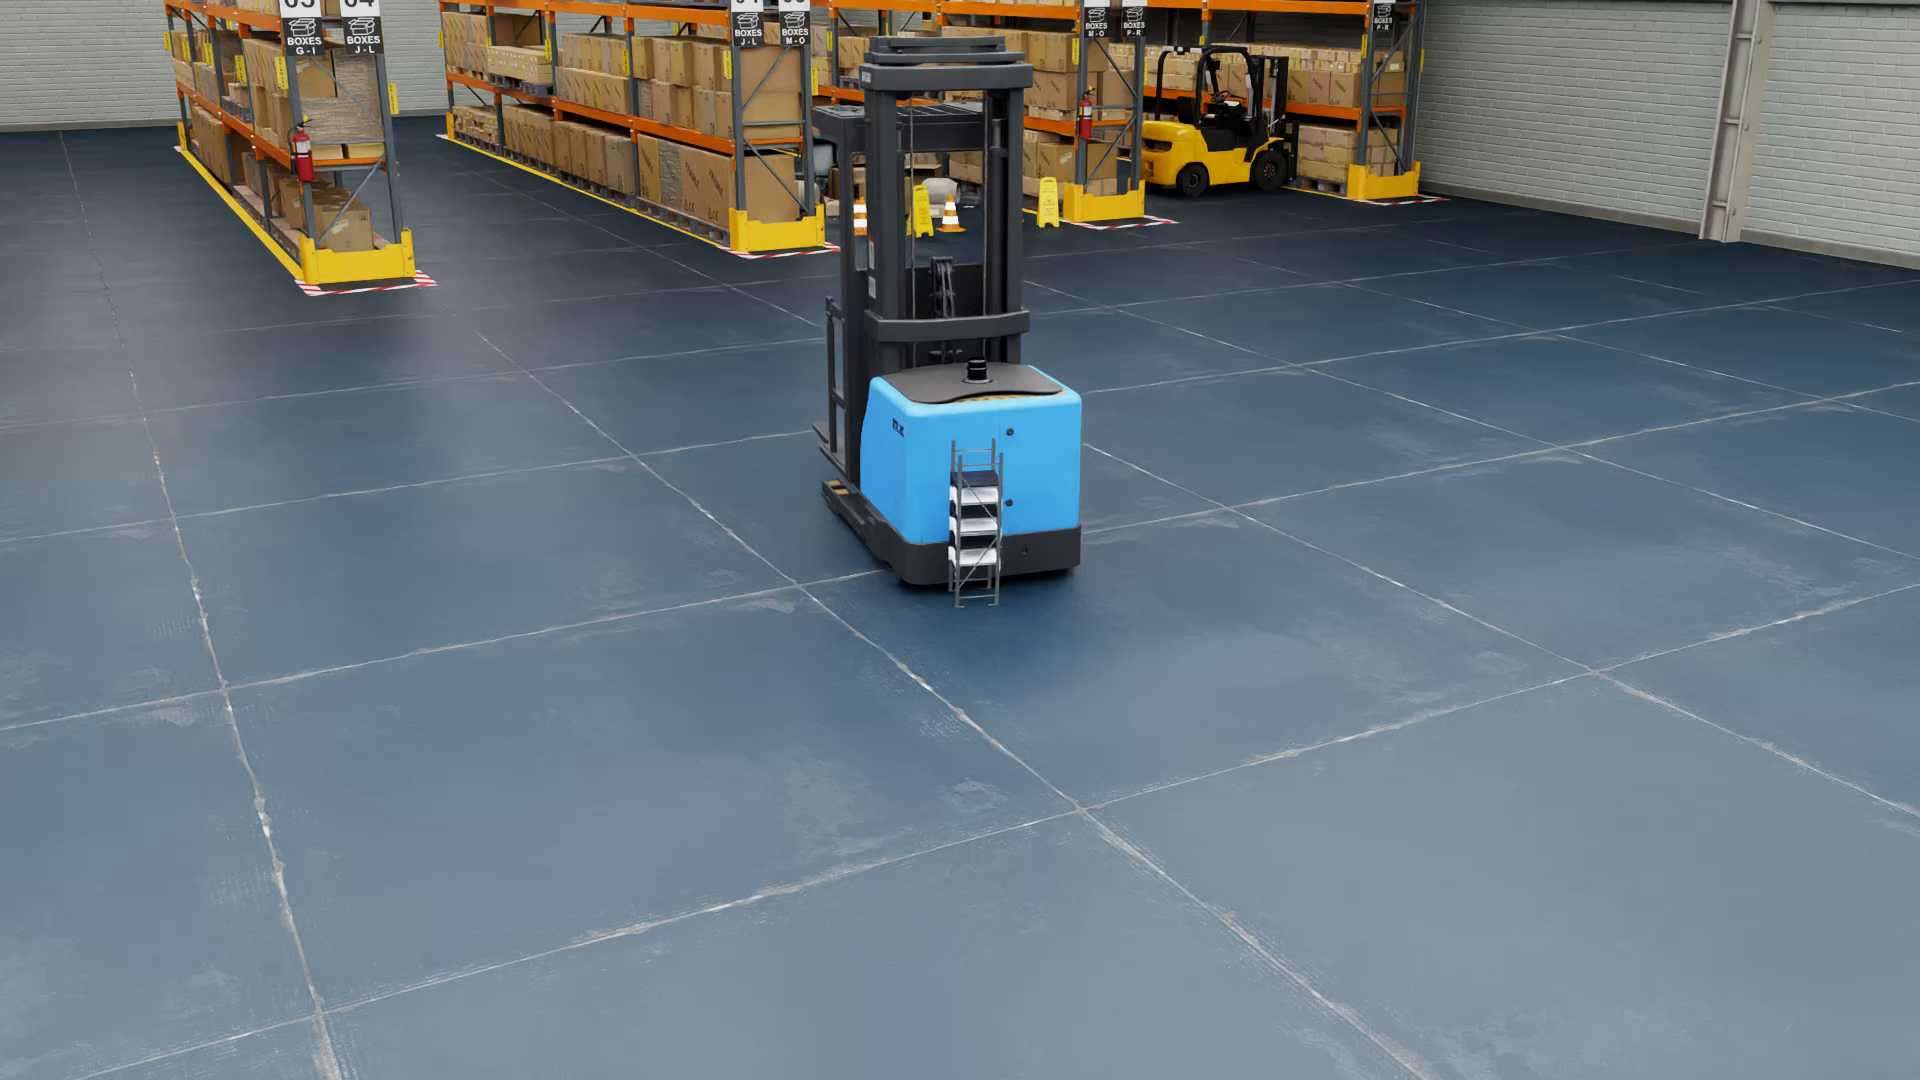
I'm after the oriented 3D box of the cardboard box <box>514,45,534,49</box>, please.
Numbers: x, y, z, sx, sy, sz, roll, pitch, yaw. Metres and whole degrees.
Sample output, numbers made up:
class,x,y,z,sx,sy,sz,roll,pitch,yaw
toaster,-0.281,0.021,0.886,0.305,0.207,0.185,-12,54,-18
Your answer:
class,x,y,z,sx,sy,sz,roll,pitch,yaw
cardboard box,-7.989,-8.888,30.680,0.500,0.500,0.500,-10,22,-28

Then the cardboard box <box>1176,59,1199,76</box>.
class,x,y,z,sx,sy,sz,roll,pitch,yaw
cardboard box,4.040,-8.054,28.338,0.500,0.250,0.500,-10,22,-28

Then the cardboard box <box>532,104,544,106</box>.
class,x,y,z,sx,sy,sz,roll,pitch,yaw
cardboard box,-7.399,-7.715,29.930,0.500,0.250,0.500,-11,22,-28

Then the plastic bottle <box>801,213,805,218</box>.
class,x,y,z,sx,sy,sz,roll,pitch,yaw
plastic bottle,-2.069,-4.536,23.184,0.133,0.061,0.283,16,25,39

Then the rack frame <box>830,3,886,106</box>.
class,x,y,z,sx,sy,sz,roll,pitch,yaw
rack frame,-1.767,-8.166,29.198,1.000,3.000,0.127,-10,21,-27

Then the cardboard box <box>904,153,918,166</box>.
class,x,y,z,sx,sy,sz,roll,pitch,yaw
cardboard box,-0.464,-6.330,27.262,0.950,0.372,0.625,-9,21,-23

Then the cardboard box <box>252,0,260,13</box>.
class,x,y,z,sx,sy,sz,roll,pitch,yaw
cardboard box,-7.861,-6.215,19.176,0.500,0.250,0.500,-10,22,-28

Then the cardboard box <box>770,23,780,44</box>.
class,x,y,z,sx,sy,sz,roll,pitch,yaw
cardboard box,-3.209,-9.377,31.022,0.500,0.500,0.500,-11,22,-28

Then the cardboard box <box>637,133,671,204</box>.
class,x,y,z,sx,sy,sz,roll,pitch,yaw
cardboard box,-3.939,-5.225,23.287,0.875,0.875,0.875,-10,21,-26

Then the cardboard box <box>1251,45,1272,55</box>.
class,x,y,z,sx,sy,sz,roll,pitch,yaw
cardboard box,4.900,-7.852,26.683,0.380,0.149,0.250,-10,22,-28

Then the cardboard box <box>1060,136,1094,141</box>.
class,x,y,z,sx,sy,sz,roll,pitch,yaw
cardboard box,1.628,-5.553,24.048,0.500,0.500,0.500,-11,22,-29

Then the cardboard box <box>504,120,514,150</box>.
class,x,y,z,sx,sy,sz,roll,pitch,yaw
cardboard box,-7.858,-7.282,29.825,0.500,0.500,0.500,-9,21,-25

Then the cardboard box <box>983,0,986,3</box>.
class,x,y,z,sx,sy,sz,roll,pitch,yaw
cardboard box,0.555,-7.895,24.199,0.380,0.149,0.250,-11,22,-28

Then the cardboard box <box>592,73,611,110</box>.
class,x,y,z,sx,sy,sz,roll,pitch,yaw
cardboard box,-5.139,-6.668,24.703,0.500,0.500,0.500,-10,21,-26

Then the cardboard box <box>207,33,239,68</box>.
class,x,y,z,sx,sy,sz,roll,pitch,yaw
cardboard box,-11.453,-7.744,26.283,0.797,0.503,0.637,-9,21,-25

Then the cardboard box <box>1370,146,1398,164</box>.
class,x,y,z,sx,sy,sz,roll,pitch,yaw
cardboard box,6.358,-5.941,25.556,0.500,0.250,0.500,-10,21,-26

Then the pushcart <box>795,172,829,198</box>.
class,x,y,z,sx,sy,sz,roll,pitch,yaw
pushcart,-1.851,-5.411,25.233,0.936,0.377,1.648,16,25,39

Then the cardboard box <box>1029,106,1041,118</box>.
class,x,y,z,sx,sy,sz,roll,pitch,yaw
cardboard box,1.196,-6.027,23.383,0.380,0.149,0.250,-10,21,-26

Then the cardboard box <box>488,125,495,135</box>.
class,x,y,z,sx,sy,sz,roll,pitch,yaw
cardboard box,-8.544,-7.627,30.906,0.380,0.149,0.250,-11,22,-29

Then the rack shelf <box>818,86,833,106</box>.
class,x,y,z,sx,sy,sz,roll,pitch,yaw
rack shelf,-2.717,-8.400,30.979,1.077,0.370,4.000,-10,21,-27

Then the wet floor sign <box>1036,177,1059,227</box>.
class,x,y,z,sx,sy,sz,roll,pitch,yaw
wet floor sign,1.180,-4.536,22.288,0.267,0.644,0.232,-3,19,-8

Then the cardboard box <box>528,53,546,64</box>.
class,x,y,z,sx,sy,sz,roll,pitch,yaw
cardboard box,-6.829,-7.873,27.179,0.380,0.149,0.250,-10,22,-27

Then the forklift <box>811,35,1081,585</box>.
class,x,y,z,sx,sy,sz,roll,pitch,yaw
forklift,-0.259,-1.580,10.218,1.130,2.935,3.031,-6,20,-17

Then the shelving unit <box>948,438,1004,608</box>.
class,x,y,z,sx,sy,sz,roll,pitch,yaw
shelving unit,0.082,-0.086,8.974,0.258,0.900,0.210,-4,25,-10

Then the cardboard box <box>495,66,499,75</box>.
class,x,y,z,sx,sy,sz,roll,pitch,yaw
cardboard box,-7.941,-8.263,29.220,0.380,0.149,0.250,-10,21,-26

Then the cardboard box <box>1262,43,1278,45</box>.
class,x,y,z,sx,sy,sz,roll,pitch,yaw
cardboard box,5.136,-8.085,27.359,0.380,0.149,0.250,-10,22,-27

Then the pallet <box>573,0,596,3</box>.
class,x,y,z,sx,sy,sz,roll,pitch,yaw
pallet,-5.190,-8.202,24.992,1.003,0.211,1.213,-9,21,-24

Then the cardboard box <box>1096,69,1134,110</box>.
class,x,y,z,sx,sy,sz,roll,pitch,yaw
cardboard box,2.051,-6.236,22.996,0.500,0.500,0.500,-10,22,-27

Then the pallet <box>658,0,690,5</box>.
class,x,y,z,sx,sy,sz,roll,pitch,yaw
pallet,-3.222,-7.012,21.390,1.003,0.211,1.213,-10,21,-27

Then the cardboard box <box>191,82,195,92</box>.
class,x,y,z,sx,sy,sz,roll,pitch,yaw
cardboard box,-12.821,-7.697,28.225,0.380,0.149,0.250,-10,21,-26

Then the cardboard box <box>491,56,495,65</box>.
class,x,y,z,sx,sy,sz,roll,pitch,yaw
cardboard box,-8.068,-8.480,29.394,0.380,0.149,0.250,-10,22,-28

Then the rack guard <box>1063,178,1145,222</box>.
class,x,y,z,sx,sy,sz,roll,pitch,yaw
rack guard,1.995,-4.710,23.013,1.175,0.500,0.348,-10,21,-27

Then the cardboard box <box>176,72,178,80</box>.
class,x,y,z,sx,sy,sz,roll,pitch,yaw
cardboard box,-14.286,-8.582,30.789,0.380,0.149,0.250,-10,22,-27

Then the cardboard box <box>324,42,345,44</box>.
class,x,y,z,sx,sy,sz,roll,pitch,yaw
cardboard box,-7.424,-5.626,19.694,0.500,0.500,0.500,-10,21,-27

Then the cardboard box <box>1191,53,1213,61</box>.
class,x,y,z,sx,sy,sz,roll,pitch,yaw
cardboard box,4.141,-8.205,28.164,0.380,0.149,0.250,-9,21,-25

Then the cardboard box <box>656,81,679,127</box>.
class,x,y,z,sx,sy,sz,roll,pitch,yaw
cardboard box,-3.557,-5.861,22.288,0.875,0.550,0.550,-10,21,-27

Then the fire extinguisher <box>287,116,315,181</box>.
class,x,y,z,sx,sy,sz,roll,pitch,yaw
fire extinguisher,-7.041,-4.194,17.804,0.296,0.674,0.183,-10,21,-27

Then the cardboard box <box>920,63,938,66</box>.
class,x,y,z,sx,sy,sz,roll,pitch,yaw
cardboard box,-0.289,-7.501,26.018,0.500,0.500,0.500,-10,22,-28

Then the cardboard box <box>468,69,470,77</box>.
class,x,y,z,sx,sy,sz,roll,pitch,yaw
cardboard box,-9.224,-8.964,31.897,0.380,0.149,0.250,-9,21,-25

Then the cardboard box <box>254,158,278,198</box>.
class,x,y,z,sx,sy,sz,roll,pitch,yaw
cardboard box,-9.603,-5.149,23.613,0.700,0.500,0.500,-8,21,-22

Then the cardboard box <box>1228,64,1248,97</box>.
class,x,y,z,sx,sy,sz,roll,pitch,yaw
cardboard box,4.741,-7.520,27.173,0.500,0.500,0.500,-10,21,-26

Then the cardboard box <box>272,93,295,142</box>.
class,x,y,z,sx,sy,sz,roll,pitch,yaw
cardboard box,-7.270,-4.809,18.861,0.875,0.500,0.500,-10,21,-27

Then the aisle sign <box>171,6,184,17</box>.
class,x,y,z,sx,sy,sz,roll,pitch,yaw
aisle sign,-14.586,-10.131,30.906,0.394,0.787,0.004,-10,21,-27

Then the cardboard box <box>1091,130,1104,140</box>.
class,x,y,z,sx,sy,sz,roll,pitch,yaw
cardboard box,2.883,-7.831,31.223,0.875,0.625,0.625,-9,21,-25

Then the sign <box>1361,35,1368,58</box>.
class,x,y,z,sx,sy,sz,roll,pitch,yaw
sign,5.914,-7.219,24.314,0.100,0.325,0.005,-10,21,-27

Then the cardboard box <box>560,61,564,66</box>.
class,x,y,z,sx,sy,sz,roll,pitch,yaw
cardboard box,-6.509,-7.986,27.963,0.380,0.149,0.250,-10,21,-26

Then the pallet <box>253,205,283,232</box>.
class,x,y,z,sx,sy,sz,roll,pitch,yaw
pallet,-8.960,-4.388,22.523,1.003,0.211,1.213,-10,21,-27

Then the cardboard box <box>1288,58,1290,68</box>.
class,x,y,z,sx,sy,sz,roll,pitch,yaw
cardboard box,5.317,-7.499,26.118,0.380,0.149,0.250,-10,21,-27

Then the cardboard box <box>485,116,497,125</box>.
class,x,y,z,sx,sy,sz,roll,pitch,yaw
cardboard box,-8.654,-7.850,31.097,0.380,0.149,0.250,-10,22,-27

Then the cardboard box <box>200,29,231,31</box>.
class,x,y,z,sx,sy,sz,roll,pitch,yaw
cardboard box,-13.825,-9.252,30.971,0.500,0.500,0.500,-10,21,-26

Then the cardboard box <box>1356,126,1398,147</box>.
class,x,y,z,sx,sy,sz,roll,pitch,yaw
cardboard box,6.336,-6.178,25.475,0.500,0.250,0.500,-10,22,-27

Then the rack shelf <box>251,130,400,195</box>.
class,x,y,z,sx,sy,sz,roll,pitch,yaw
rack shelf,-7.640,-4.568,19.875,1.077,0.370,4.000,-10,21,-27

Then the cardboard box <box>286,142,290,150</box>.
class,x,y,z,sx,sy,sz,roll,pitch,yaw
cardboard box,-7.615,-4.622,19.312,0.380,0.149,0.250,-10,21,-27

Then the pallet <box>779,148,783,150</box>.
class,x,y,z,sx,sy,sz,roll,pitch,yaw
pallet,-3.234,-7.786,32.372,1.003,0.211,1.213,-10,21,-27

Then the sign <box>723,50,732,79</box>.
class,x,y,z,sx,sy,sz,roll,pitch,yaw
sign,-2.761,-5.653,19.777,0.100,0.325,0.005,-10,21,-27
